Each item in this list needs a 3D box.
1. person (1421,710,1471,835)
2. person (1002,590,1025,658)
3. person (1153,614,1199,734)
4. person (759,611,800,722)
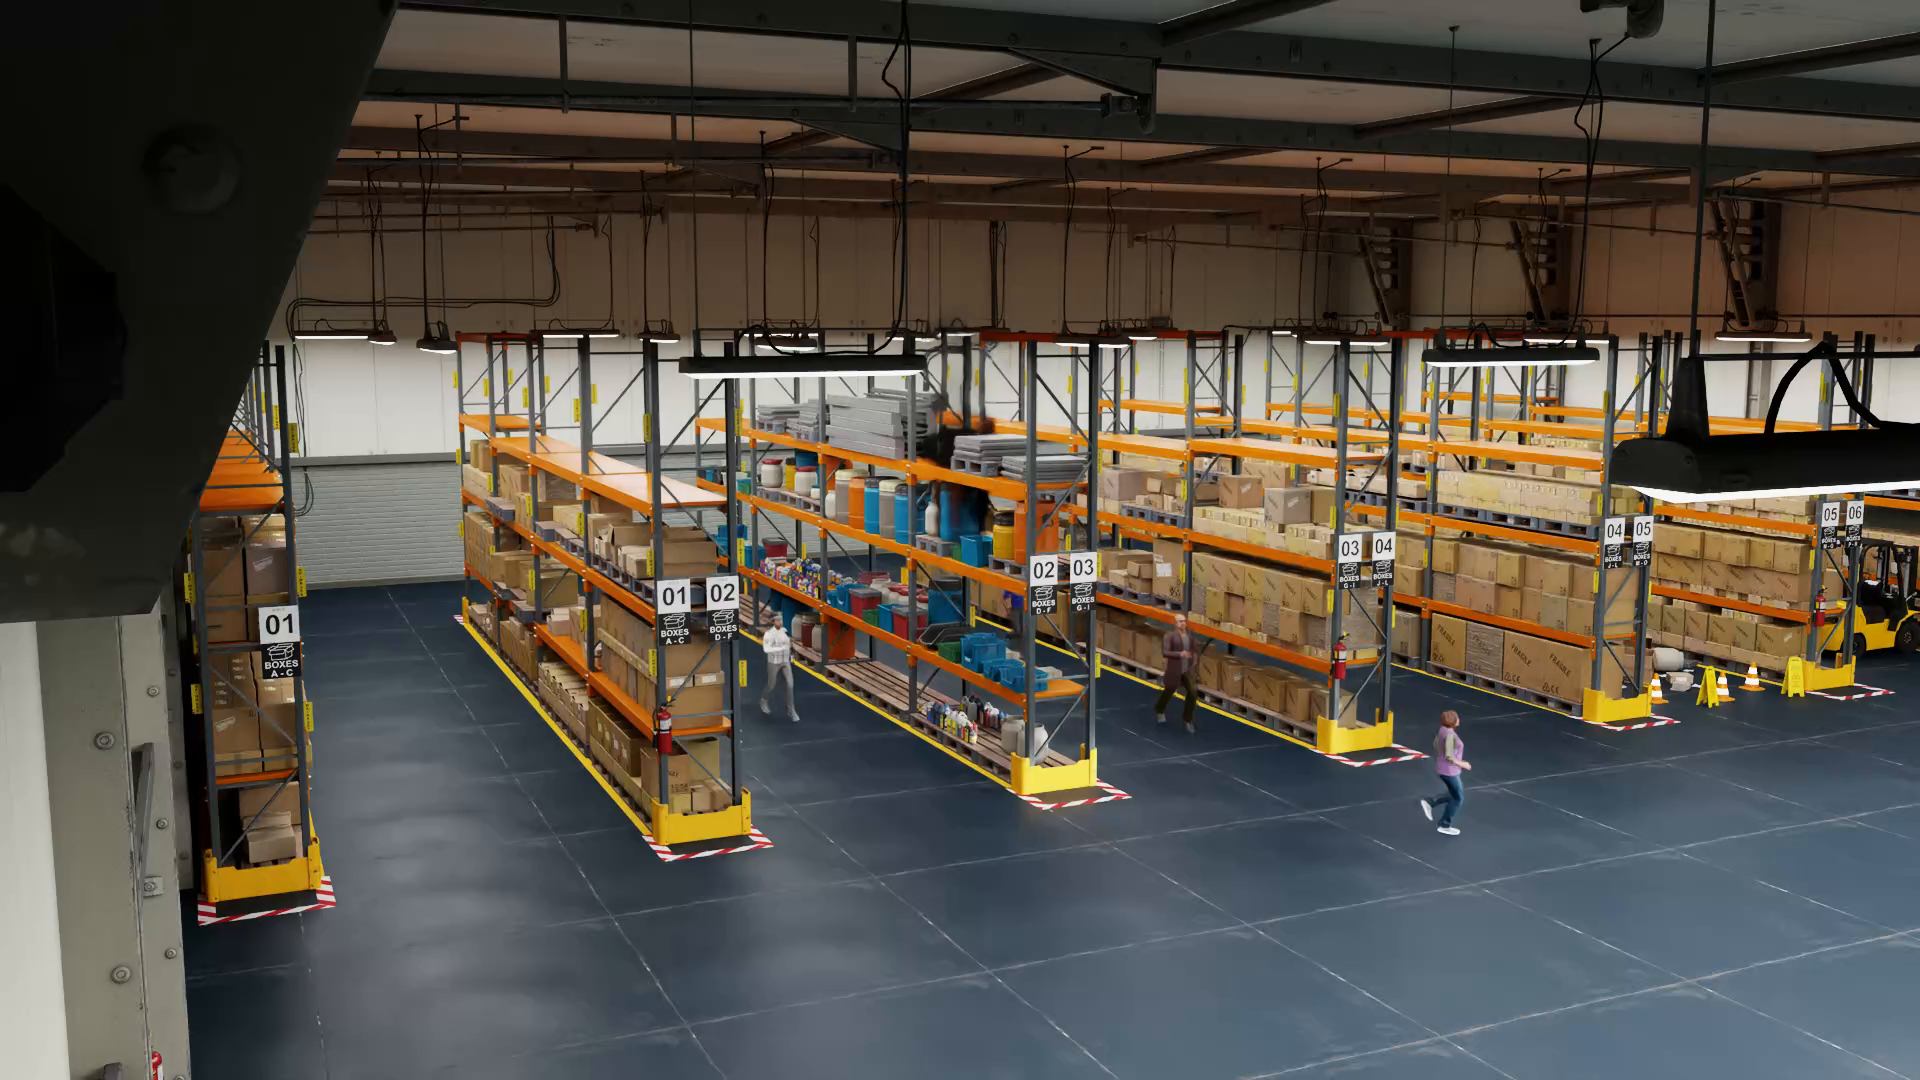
[{"bbox_3d":[5.955,2.842,20.343,0.542,1.560,0.541,0,8,4],"label":"person"},{"bbox_3d":[1.077,1.374,31.014,0.583,1.615,0.558,-4,9,-27],"label":"person"},{"bbox_3d":[3.356,2.026,25.522,0.730,1.842,0.983,-3,8,-22],"label":"person"},{"bbox_3d":[-2.864,1.965,26.192,0.604,1.739,0.839,-6,10,-37],"label":"person"}]
